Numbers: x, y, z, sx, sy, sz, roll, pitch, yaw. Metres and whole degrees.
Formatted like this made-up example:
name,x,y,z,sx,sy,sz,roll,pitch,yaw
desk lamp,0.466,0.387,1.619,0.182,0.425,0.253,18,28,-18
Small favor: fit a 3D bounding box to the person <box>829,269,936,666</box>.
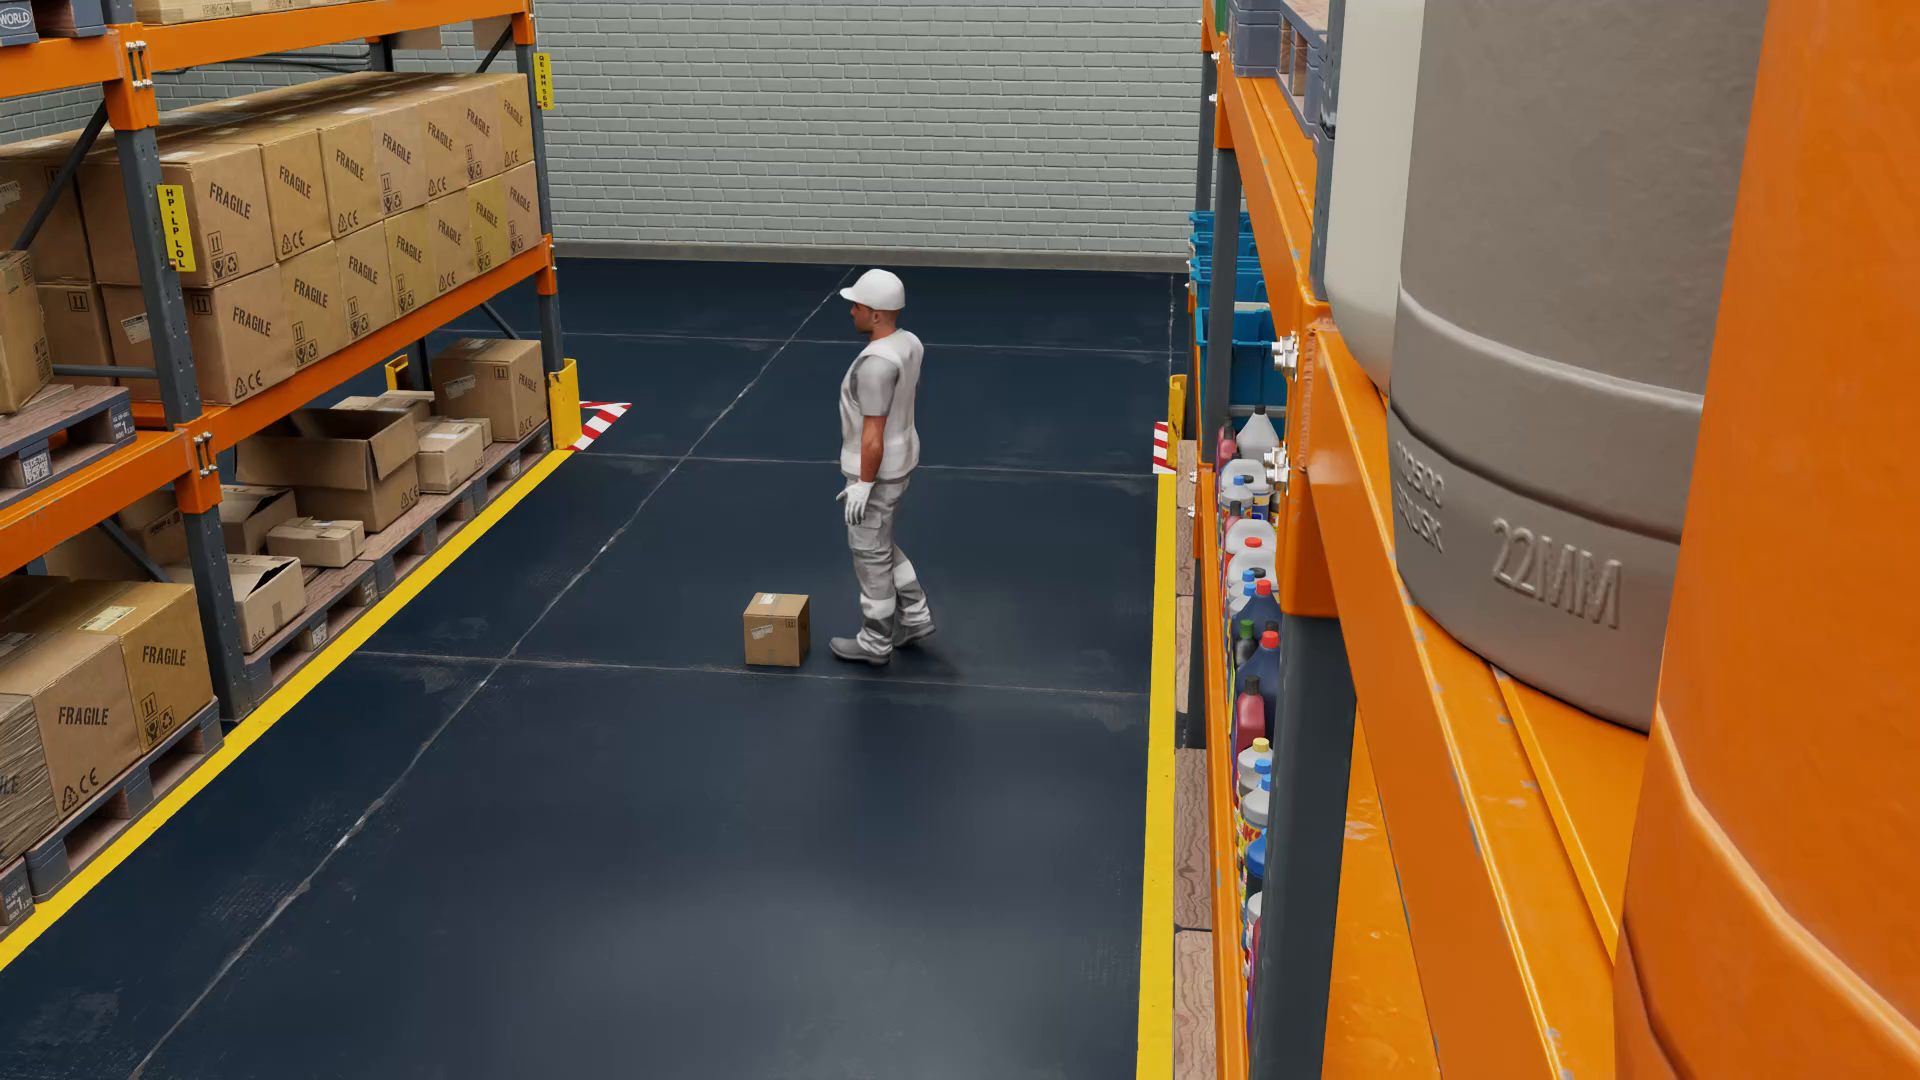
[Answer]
name,x,y,z,sx,sy,sz,roll,pitch,yaw
person,-0.375,-0.285,7.291,0.466,1.819,0.565,6,22,16
